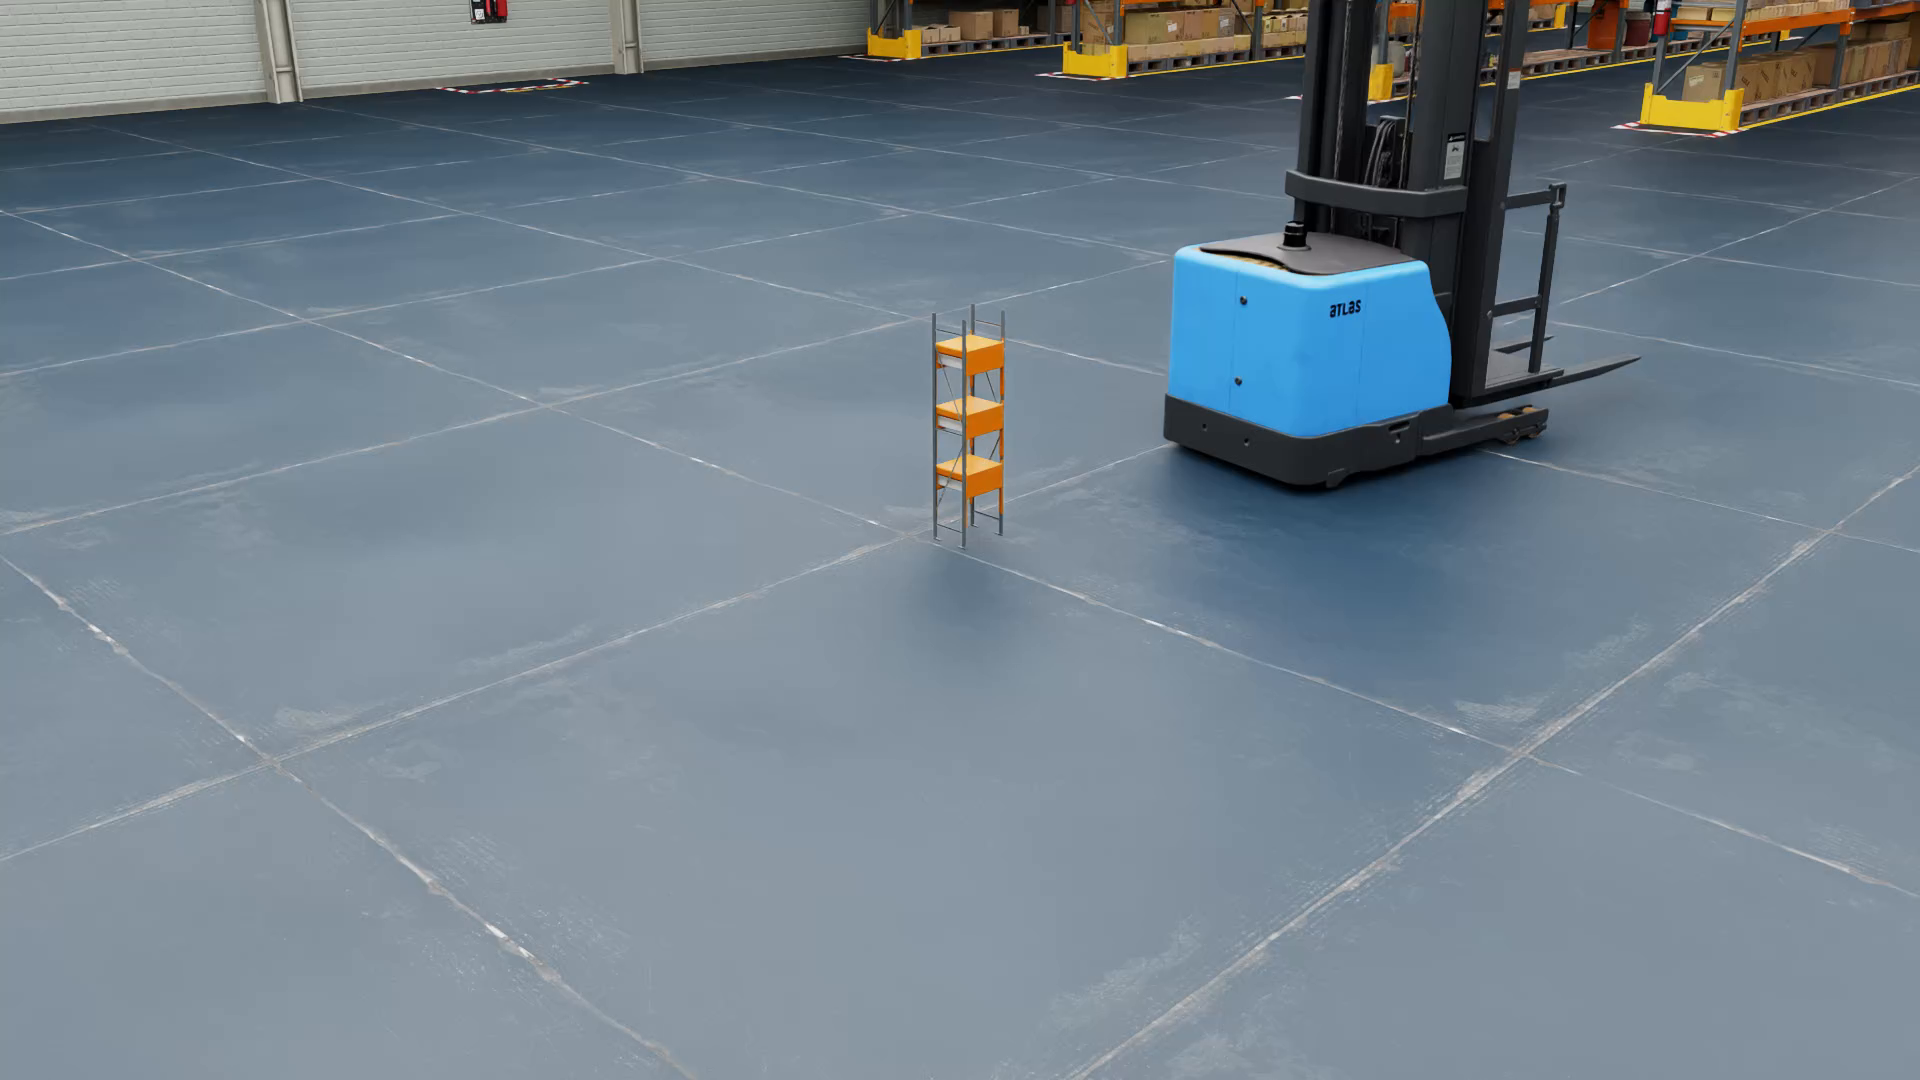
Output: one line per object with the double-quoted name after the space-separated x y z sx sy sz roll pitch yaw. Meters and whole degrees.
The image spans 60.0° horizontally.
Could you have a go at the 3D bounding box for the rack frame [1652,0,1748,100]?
9.362 -6.732 20.909 1.000 3.000 0.127 19 28 41 "rack frame"

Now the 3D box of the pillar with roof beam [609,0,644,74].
-2.517 -11.028 23.725 9.100 9.000 0.400 19 28 41 "pillar with roof beam"

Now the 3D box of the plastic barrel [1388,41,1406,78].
6.567 -7.324 25.331 0.421 0.512 0.421 0 21 0 "plastic barrel"

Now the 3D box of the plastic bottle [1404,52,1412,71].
7.053 -7.523 26.138 0.061 0.283 0.133 19 28 41 "plastic bottle"

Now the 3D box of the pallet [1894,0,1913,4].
13.591 -8.180 24.943 1.003 0.211 1.213 19 28 41 "pallet"

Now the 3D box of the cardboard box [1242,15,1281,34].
5.524 -9.459 30.469 0.500 0.311 0.500 19 28 41 "cardboard box"

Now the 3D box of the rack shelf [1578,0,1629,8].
12.789 -10.207 30.951 1.077 0.370 4.000 19 28 41 "rack shelf"

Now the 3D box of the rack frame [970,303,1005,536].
0.122 -0.535 7.504 0.200 1.050 0.008 19 28 41 "rack frame"

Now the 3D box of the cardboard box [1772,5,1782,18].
10.444 -6.881 21.645 0.380 0.149 0.250 19 28 41 "cardboard box"

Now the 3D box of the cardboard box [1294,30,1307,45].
6.233 -9.460 31.253 0.500 0.250 0.500 18 28 39 "cardboard box"

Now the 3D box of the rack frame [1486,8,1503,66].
8.604 -9.000 26.810 1.000 3.000 0.127 19 28 41 "rack frame"

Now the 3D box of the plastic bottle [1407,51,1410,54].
7.073 -7.581 26.301 0.152 0.276 0.135 18 28 39 "plastic bottle"

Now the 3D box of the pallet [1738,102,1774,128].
10.007 -5.650 21.981 1.003 0.211 1.213 19 28 41 "pallet"

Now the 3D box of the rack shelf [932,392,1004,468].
0.037 -0.494 7.426 0.215 0.259 0.240 19 28 41 "rack shelf"

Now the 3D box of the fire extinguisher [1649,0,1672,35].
8.952 -6.782 21.147 0.296 0.674 0.183 19 28 41 "fire extinguisher"

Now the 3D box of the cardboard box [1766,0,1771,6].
10.028 -7.211 21.600 0.875 0.500 0.500 19 28 41 "cardboard box"

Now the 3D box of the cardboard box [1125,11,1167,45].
3.148 -8.686 28.195 0.500 0.500 0.500 19 28 41 "cardboard box"

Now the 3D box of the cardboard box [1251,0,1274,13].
6.726 -12.529 38.402 0.750 0.750 0.750 20 28 41 "cardboard box"

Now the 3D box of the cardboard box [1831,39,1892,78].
13.722 -7.357 25.405 0.500 0.500 0.700 -17 27 -38 "cardboard box"

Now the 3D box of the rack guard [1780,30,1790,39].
16.983 -10.927 35.308 1.175 0.500 0.348 19 28 41 "rack guard"

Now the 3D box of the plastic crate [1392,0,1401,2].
6.405 -8.272 25.121 0.499 0.251 0.408 19 28 41 "plastic crate"

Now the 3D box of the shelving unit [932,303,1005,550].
0.037 -0.504 7.422 0.215 1.050 0.252 19 28 41 "shelving unit"

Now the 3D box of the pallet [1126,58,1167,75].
2.771 -8.118 28.401 1.003 0.211 1.213 19 28 41 "pallet"

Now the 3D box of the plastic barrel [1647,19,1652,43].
12.841 -9.651 31.385 0.421 0.512 0.421 0 21 0 "plastic barrel"

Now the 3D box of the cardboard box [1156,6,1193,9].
3.812 -9.206 29.546 0.500 0.500 0.500 19 28 41 "cardboard box"

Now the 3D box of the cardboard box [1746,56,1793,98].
11.074 -6.369 22.862 0.500 0.500 0.500 16 26 36 "cardboard box"

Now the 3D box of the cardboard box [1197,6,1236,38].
4.533 -9.204 29.542 0.500 0.500 0.500 19 28 41 "cardboard box"

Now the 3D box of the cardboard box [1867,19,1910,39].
14.497 -7.998 26.027 0.500 0.250 0.500 -19 28 -40 "cardboard box"

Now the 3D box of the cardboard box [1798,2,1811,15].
11.156 -7.133 22.301 0.380 0.149 0.250 19 28 41 "cardboard box"

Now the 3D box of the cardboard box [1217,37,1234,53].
4.535 -8.853 29.675 0.500 0.250 0.500 19 28 41 "cardboard box"

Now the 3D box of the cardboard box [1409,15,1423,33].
9.085 -10.617 33.887 0.500 0.500 0.500 19 28 40 "cardboard box"

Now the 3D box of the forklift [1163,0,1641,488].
2.572 -2.019 8.742 3.031 2.935 1.130 -14 25 -33 "forklift"

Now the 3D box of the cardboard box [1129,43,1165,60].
3.147 -8.337 28.331 0.500 0.250 0.500 19 28 41 "cardboard box"

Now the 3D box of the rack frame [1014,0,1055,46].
1.506 -11.480 33.261 1.000 3.000 0.127 19 28 41 "rack frame"

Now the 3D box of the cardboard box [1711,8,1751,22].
9.732 -6.629 20.990 0.380 0.149 0.250 19 28 41 "cardboard box"

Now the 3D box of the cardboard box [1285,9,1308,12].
6.554 -10.115 32.175 0.500 0.311 0.500 18 28 39 "cardboard box"

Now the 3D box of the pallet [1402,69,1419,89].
7.254 -7.221 26.068 1.003 0.211 1.213 19 28 41 "pallet"

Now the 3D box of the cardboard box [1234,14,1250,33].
5.135 -9.591 30.812 0.500 0.311 0.500 19 28 41 "cardboard box"

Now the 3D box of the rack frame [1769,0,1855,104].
12.153 -7.761 23.584 1.000 3.000 0.127 19 28 41 "rack frame"

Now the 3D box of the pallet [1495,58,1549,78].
9.124 -7.910 27.860 1.003 0.211 1.213 19 28 41 "pallet"

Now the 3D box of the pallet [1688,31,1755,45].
15.521 -10.269 33.997 1.003 0.211 1.213 19 28 41 "pallet"

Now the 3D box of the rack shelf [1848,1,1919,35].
13.548 -7.939 25.051 1.077 0.370 4.000 19 28 41 "rack shelf"

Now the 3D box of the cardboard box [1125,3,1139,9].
3.388 -11.245 35.521 0.700 0.500 0.500 19 28 41 "cardboard box"

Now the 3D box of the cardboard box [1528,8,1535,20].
12.542 -11.809 37.338 0.500 0.250 0.500 19 28 41 "cardboard box"

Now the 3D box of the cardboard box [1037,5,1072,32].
2.007 -10.712 34.133 0.500 0.500 0.700 -19 28 -40 "cardboard box"

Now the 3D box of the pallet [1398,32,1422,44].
9.247 -10.462 34.500 1.003 0.211 1.213 19 28 41 "pallet"

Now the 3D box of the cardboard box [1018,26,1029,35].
1.154 -10.218 33.313 0.380 0.166 0.250 15 26 34 "cardboard box"

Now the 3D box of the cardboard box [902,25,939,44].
-0.738 -9.557 31.393 0.500 0.311 0.500 15 26 35 "cardboard box"

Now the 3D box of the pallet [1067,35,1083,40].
2.899 -10.694 35.103 1.003 0.211 1.213 19 28 41 "pallet"

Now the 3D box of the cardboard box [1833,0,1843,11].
12.032 -7.453 23.133 0.380 0.149 0.250 19 28 41 "cardboard box"
